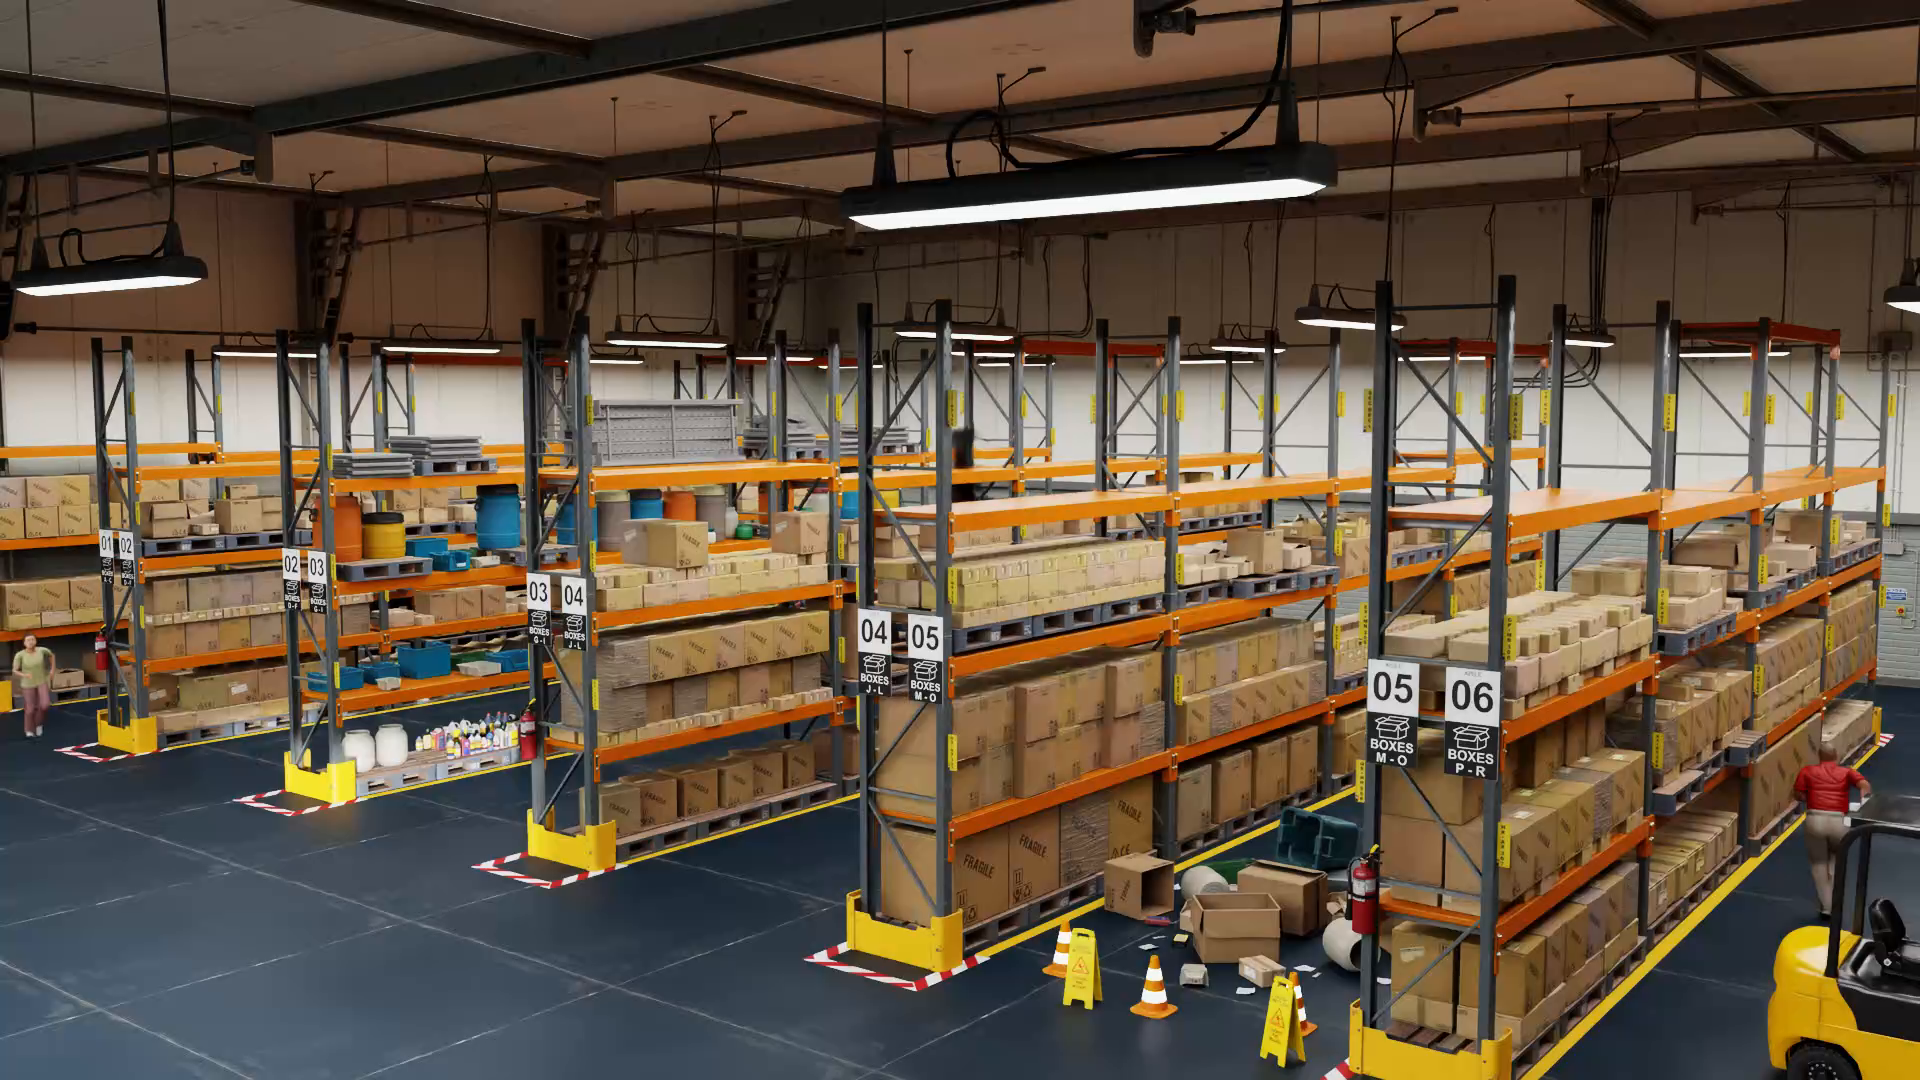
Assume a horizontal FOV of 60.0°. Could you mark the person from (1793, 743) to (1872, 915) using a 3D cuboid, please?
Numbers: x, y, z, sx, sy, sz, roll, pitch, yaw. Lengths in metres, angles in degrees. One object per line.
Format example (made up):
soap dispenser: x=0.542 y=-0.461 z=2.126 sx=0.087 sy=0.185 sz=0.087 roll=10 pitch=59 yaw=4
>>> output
person: x=8.738 y=2.886 z=16.714 sx=0.667 sy=1.648 sz=0.794 roll=2 pitch=5 yaw=22

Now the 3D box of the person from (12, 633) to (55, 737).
person: x=-13.851 y=2.178 z=24.860 sx=0.549 sy=1.607 sz=0.750 roll=-4 pitch=6 yaw=-36
